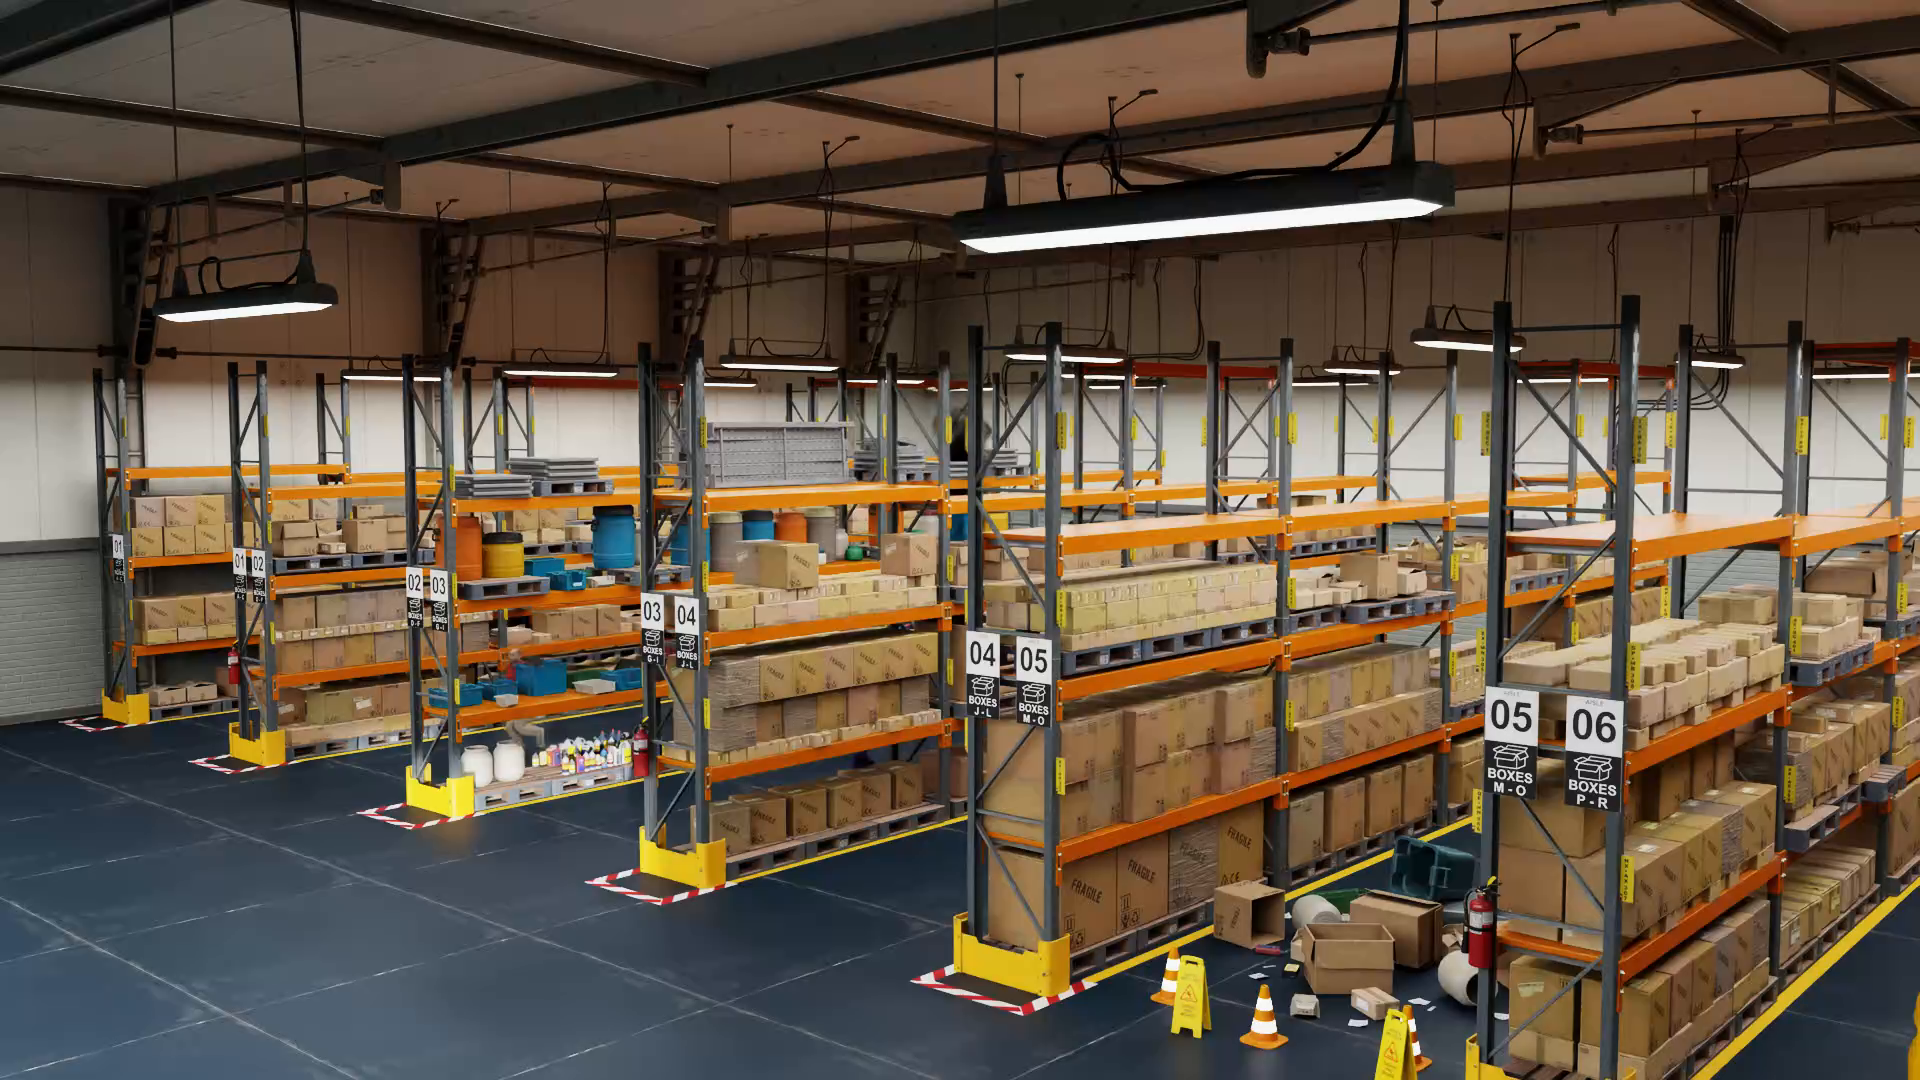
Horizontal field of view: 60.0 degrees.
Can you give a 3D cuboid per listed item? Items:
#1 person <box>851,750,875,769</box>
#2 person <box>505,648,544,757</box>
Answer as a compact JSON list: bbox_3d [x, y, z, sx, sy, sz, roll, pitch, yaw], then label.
[{"bbox_3d":[-1.403,2.617,22.995,0.602,1.639,0.913,3,5,37],"label":"person"},{"bbox_3d":[-6.659,2.476,25.279,0.684,1.696,0.623,3,5,33],"label":"person"}]
